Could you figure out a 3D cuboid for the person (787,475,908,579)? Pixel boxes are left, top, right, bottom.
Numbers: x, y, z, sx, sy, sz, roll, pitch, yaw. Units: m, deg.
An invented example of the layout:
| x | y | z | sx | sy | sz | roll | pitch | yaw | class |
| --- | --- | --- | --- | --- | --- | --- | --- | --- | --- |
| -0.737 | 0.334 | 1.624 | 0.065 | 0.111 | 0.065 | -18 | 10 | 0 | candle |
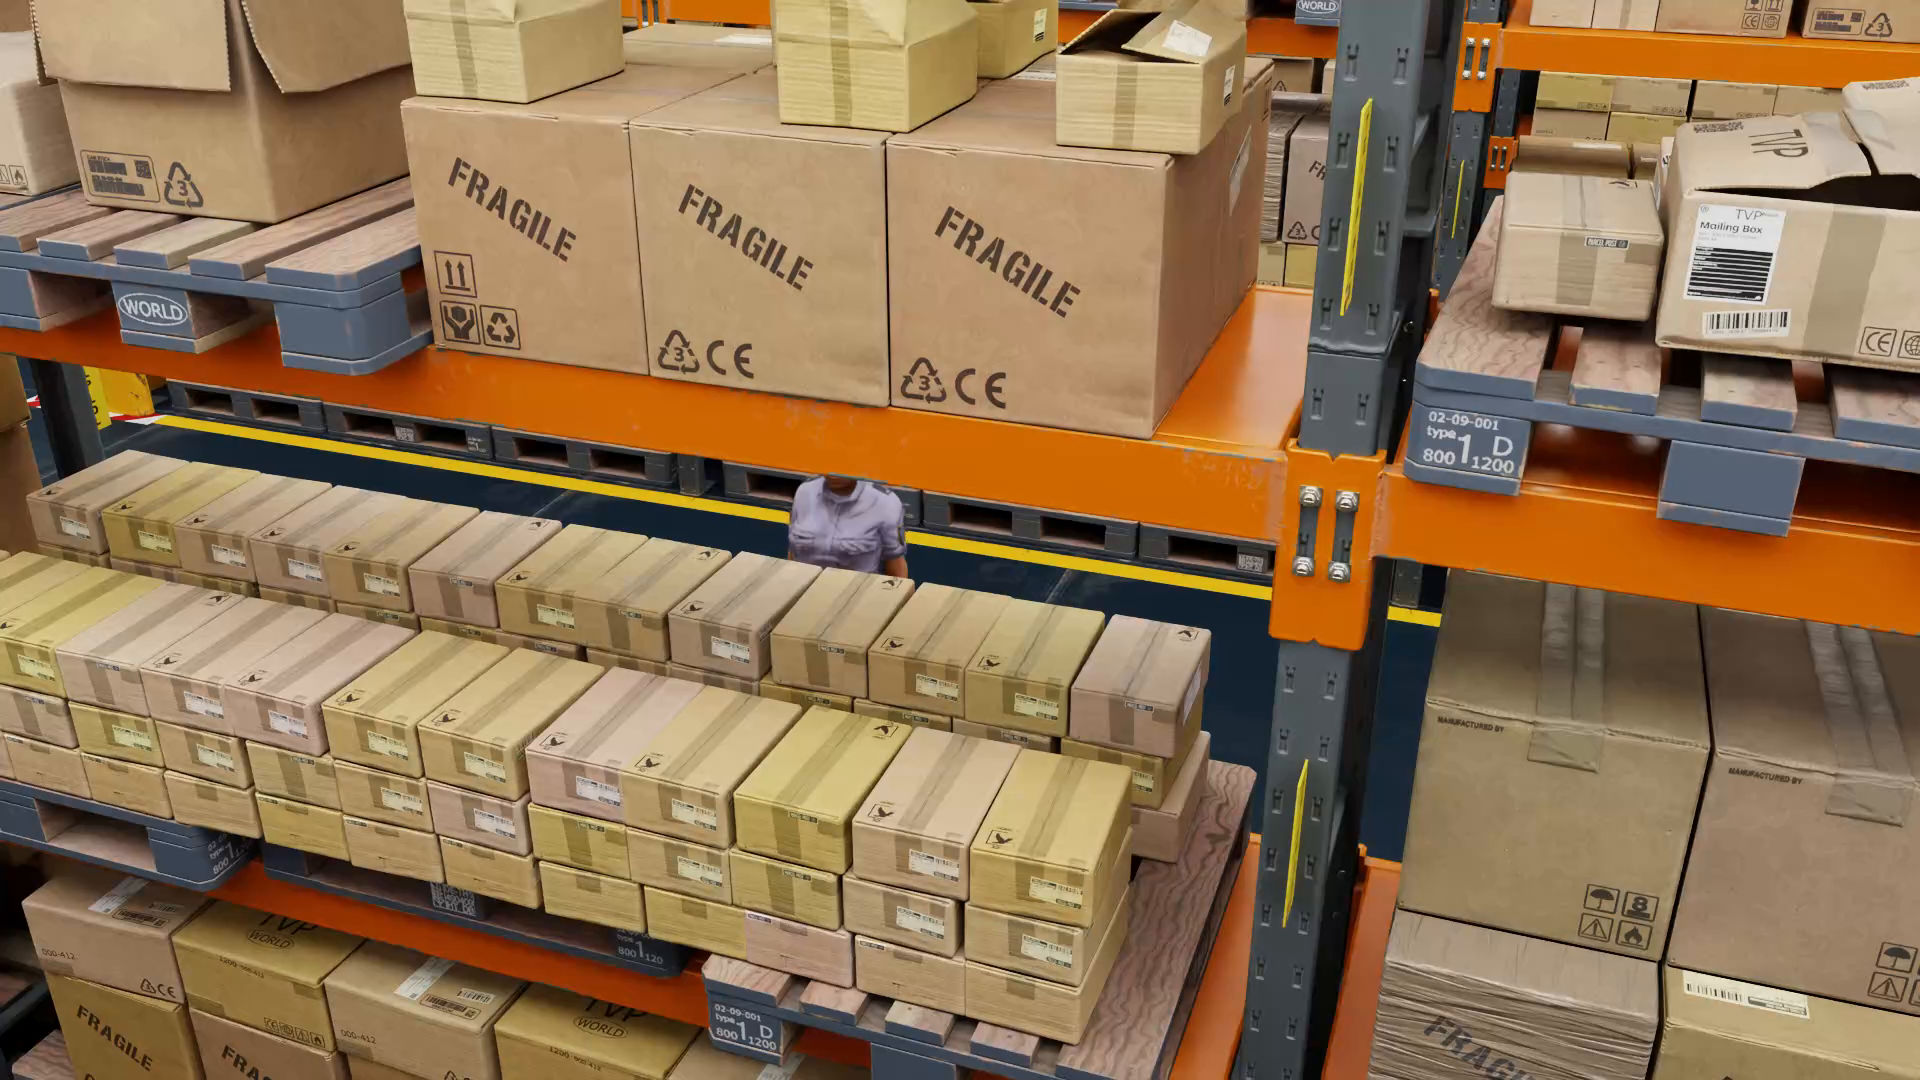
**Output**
| x | y | z | sx | sy | sz | roll | pitch | yaw | class |
| --- | --- | --- | --- | --- | --- | --- | --- | --- | --- |
| -0.460 | 0.342 | 6.447 | 0.508 | 1.678 | 0.529 | 9 | 27 | 17 | person |
